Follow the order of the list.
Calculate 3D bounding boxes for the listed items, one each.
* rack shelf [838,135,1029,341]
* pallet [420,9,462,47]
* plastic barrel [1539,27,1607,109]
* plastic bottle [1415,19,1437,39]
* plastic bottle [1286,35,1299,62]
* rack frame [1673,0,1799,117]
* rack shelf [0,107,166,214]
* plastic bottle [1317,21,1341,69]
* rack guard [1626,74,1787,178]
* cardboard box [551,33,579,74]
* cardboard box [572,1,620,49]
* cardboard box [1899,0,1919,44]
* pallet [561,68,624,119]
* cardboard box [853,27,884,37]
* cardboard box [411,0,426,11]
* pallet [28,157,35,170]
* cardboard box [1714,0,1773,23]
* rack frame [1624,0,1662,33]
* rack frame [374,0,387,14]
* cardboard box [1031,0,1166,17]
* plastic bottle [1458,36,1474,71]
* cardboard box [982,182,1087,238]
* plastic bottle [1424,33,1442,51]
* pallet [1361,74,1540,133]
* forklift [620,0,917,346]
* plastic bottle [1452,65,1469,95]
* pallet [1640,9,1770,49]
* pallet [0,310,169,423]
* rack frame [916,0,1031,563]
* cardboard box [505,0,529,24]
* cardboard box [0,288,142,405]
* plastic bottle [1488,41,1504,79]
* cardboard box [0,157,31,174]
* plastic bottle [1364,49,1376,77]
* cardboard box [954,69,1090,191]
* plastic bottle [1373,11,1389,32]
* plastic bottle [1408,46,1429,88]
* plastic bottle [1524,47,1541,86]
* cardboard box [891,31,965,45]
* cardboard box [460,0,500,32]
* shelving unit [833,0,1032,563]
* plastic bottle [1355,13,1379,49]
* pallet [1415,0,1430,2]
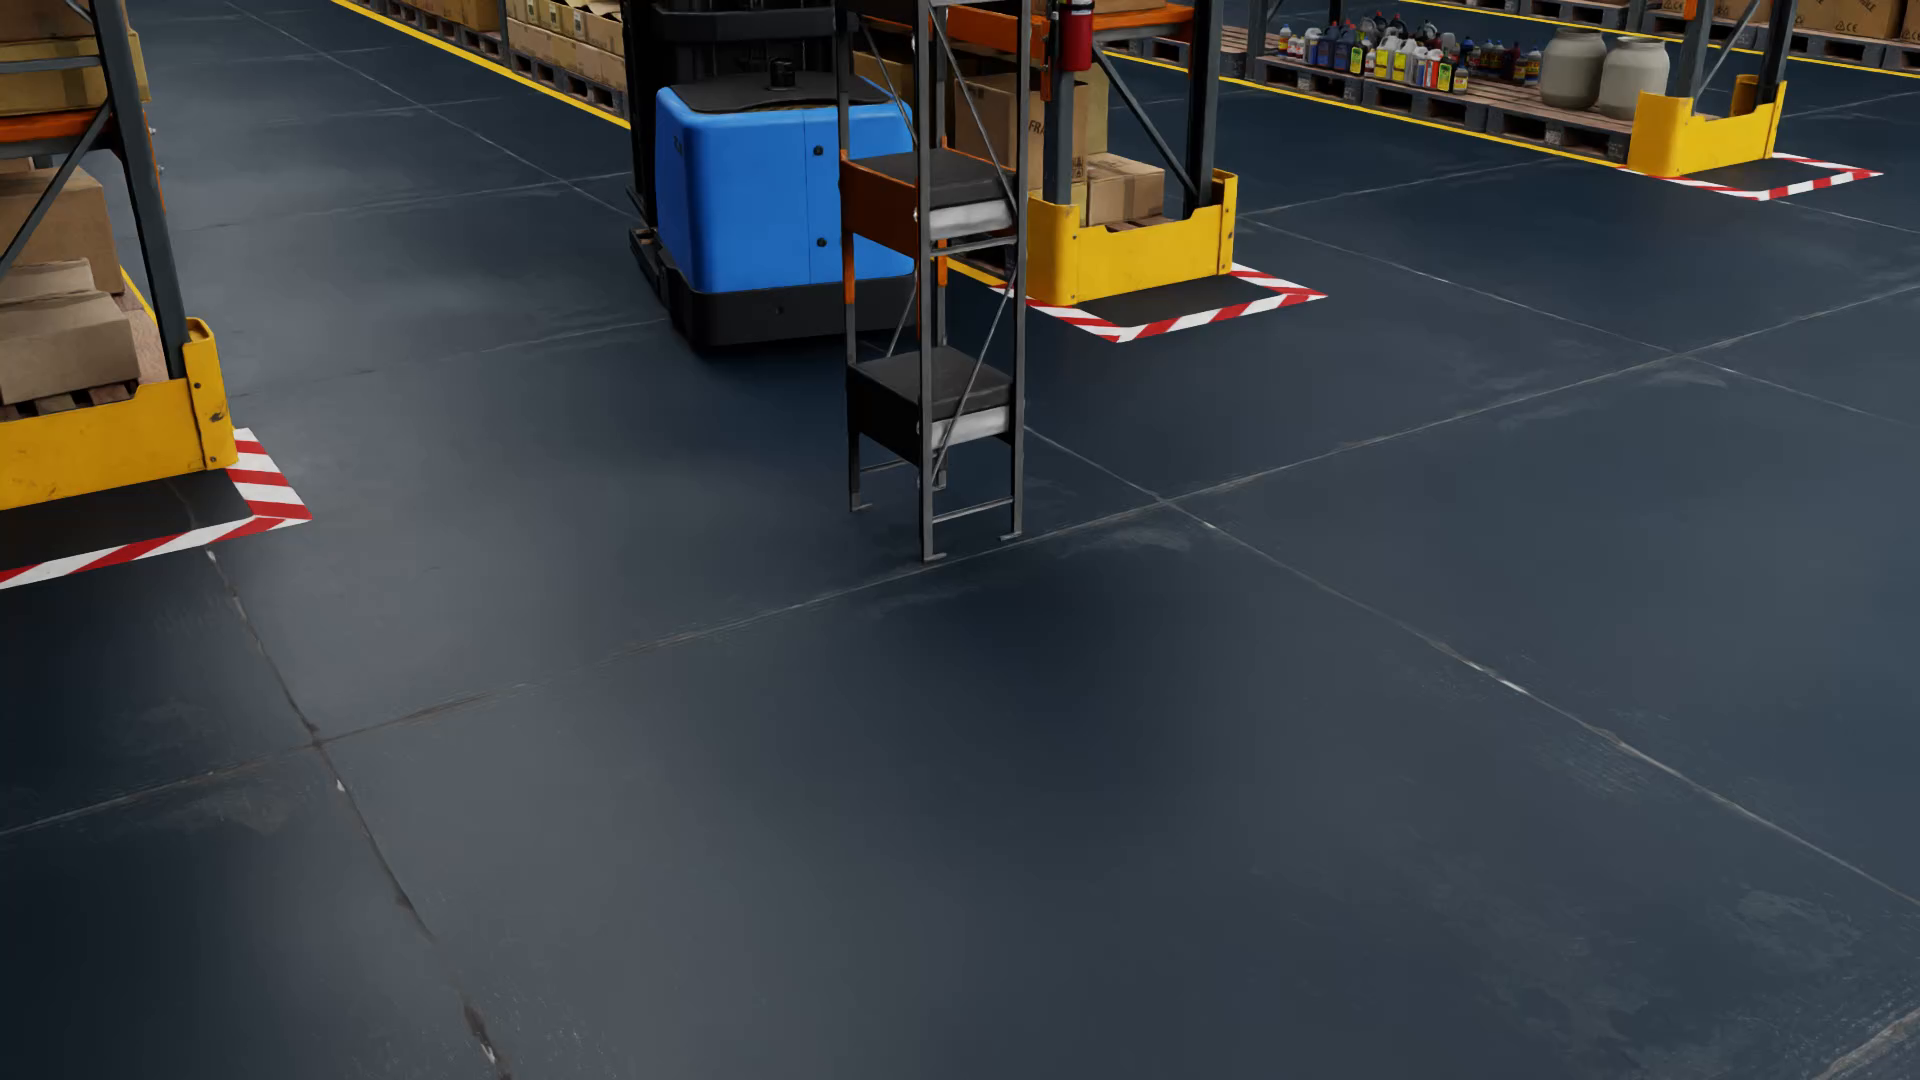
[{"bbox_3d":[-0.090,-0.996,5.433,0.431,0.518,0.480,-16,29,-30],"label":"rack shelf"},{"bbox_3d":[-4.549,-5.014,16.125,1.003,0.211,1.213,-16,29,-30],"label":"pallet"},{"bbox_3d":[4.311,-3.317,11.685,0.421,0.512,0.421,0,25,0],"label":"plastic barrel"},{"bbox_3d":[3.698,-3.940,13.169,0.144,0.351,0.185,-16,29,-30],"label":"plastic bottle"},{"bbox_3d":[2.686,-3.967,13.402,0.097,0.201,0.097,0,25,0],"label":"plastic bottle"},{"bbox_3d":[5.008,-3.855,10.403,1.000,3.000,0.127,-16,29,-30],"label":"rack frame"},{"bbox_3d":[-4.384,-1.936,7.181,1.077,0.370,4.000,-16,29,-30],"label":"rack shelf"},{"bbox_3d":[2.917,-3.901,13.088,0.144,0.351,0.185,-15,29,-28],"label":"plastic bottle"},{"bbox_3d":[4.927,-2.741,10.971,1.175,0.500,0.348,-16,29,-30],"label":"rack guard"},{"bbox_3d":[-2.908,-3.890,13.206,0.500,0.250,0.500,-16,30,-31],"label":"cardboard box"},{"bbox_3d":[-2.620,-3.955,12.687,0.500,0.311,0.500,-16,30,-30],"label":"cardboard box"},{"bbox_3d":[8.476,-4.502,14.209,0.500,0.500,0.500,-8,26,-16],"label":"cardboard box"},{"bbox_3d":[-2.433,-3.563,13.050,1.003,0.211,1.213,-16,29,-30],"label":"pallet"},{"bbox_3d":[-0.791,-2.822,10.065,0.500,0.500,0.500,-16,29,-30],"label":"cardboard box"},{"bbox_3d":[-5.068,-5.464,16.224,0.500,0.500,0.500,-15,29,-29],"label":"cardboard box"},{"bbox_3d":[-5.903,-1.994,9.727,1.003,0.211,1.213,-16,29,-30],"label":"pallet"},{"bbox_3d":[7.478,-5.144,15.569,0.500,0.500,0.500,-6,26,-13],"label":"cardboard box"},{"bbox_3d":[6.974,-6.440,15.878,1.000,3.000,0.127,-16,29,-30],"label":"rack frame"},{"bbox_3d":[-5.695,-6.994,17.052,1.000,3.000,0.127,-16,29,-30],"label":"rack frame"},{"bbox_3d":[0.612,-2.917,8.299,0.700,0.500,0.500,-16,29,-30],"label":"cardboard box"},{"bbox_3d":[3.927,-3.772,12.908,0.097,0.271,0.097,0,25,0],"label":"plastic bottle"},{"bbox_3d":[0.315,-1.772,8.718,0.500,0.250,0.500,-16,29,-30],"label":"cardboard box"},{"bbox_3d":[3.695,-3.825,13.005,0.061,0.283,0.133,-16,29,-30],"label":"plastic bottle"},{"bbox_3d":[3.826,-3.338,12.574,1.003,0.211,1.213,-16,29,-30],"label":"pallet"},{"bbox_3d":[-1.141,-2.797,8.241,1.130,2.935,3.031,-8,26,-17],"label":"forklift"},{"bbox_3d":[3.638,-3.343,12.081,0.097,0.201,0.097,0,25,0],"label":"plastic bottle"},{"bbox_3d":[7.370,-4.947,15.982,1.003,0.211,1.213,-16,29,-30],"label":"pallet"},{"bbox_3d":[-3.748,-0.611,6.798,1.003,0.211,1.213,-16,29,-30],"label":"pallet"},{"bbox_3d":[0.043,-0.921,5.242,0.400,2.100,0.015,-16,29,-30],"label":"rack frame"},{"bbox_3d":[-3.472,-4.508,13.857,0.500,0.311,0.500,-14,29,-28],"label":"cardboard box"},{"bbox_3d":[-3.595,-0.798,6.561,0.500,0.311,0.500,-19,32,-35],"label":"cardboard box"},{"bbox_3d":[4.092,-3.664,12.678,0.097,0.271,0.097,0,25,0],"label":"plastic bottle"},{"bbox_3d":[-4.876,-1.684,8.216,0.500,0.500,0.500,-18,31,-33],"label":"cardboard box"},{"bbox_3d":[3.155,-3.660,12.751,0.097,0.201,0.097,0,25,0],"label":"plastic bottle"},{"bbox_3d":[0.314,-2.110,8.557,0.500,0.500,0.500,-16,29,-30],"label":"cardboard box"},{"bbox_3d":[3.417,-4.124,13.559,0.144,0.351,0.185,-16,30,-31],"label":"plastic bottle"},{"bbox_3d":[3.448,-3.523,12.375,0.152,0.276,0.135,-16,30,-31],"label":"plastic bottle"},{"bbox_3d":[4.279,-3.541,12.419,0.097,0.271,0.097,0,25,0],"label":"plastic bottle"},{"bbox_3d":[-0.067,-2.768,9.951,0.500,0.500,0.500,-16,29,-30],"label":"cardboard box"},{"bbox_3d":[-4.219,-4.912,15.054,0.500,0.500,0.500,-14,29,-28],"label":"cardboard box"},{"bbox_3d":[-0.090,-1.009,5.427,0.431,2.100,0.503,-16,29,-30],"label":"shelving unit"},{"bbox_3d":[3.297,-4.090,13.488,0.144,0.351,0.185,-16,29,-30],"label":"plastic bottle"},{"bbox_3d":[5.216,-6.330,18.911,1.003,0.211,1.213,-16,29,-30],"label":"pallet"}]
